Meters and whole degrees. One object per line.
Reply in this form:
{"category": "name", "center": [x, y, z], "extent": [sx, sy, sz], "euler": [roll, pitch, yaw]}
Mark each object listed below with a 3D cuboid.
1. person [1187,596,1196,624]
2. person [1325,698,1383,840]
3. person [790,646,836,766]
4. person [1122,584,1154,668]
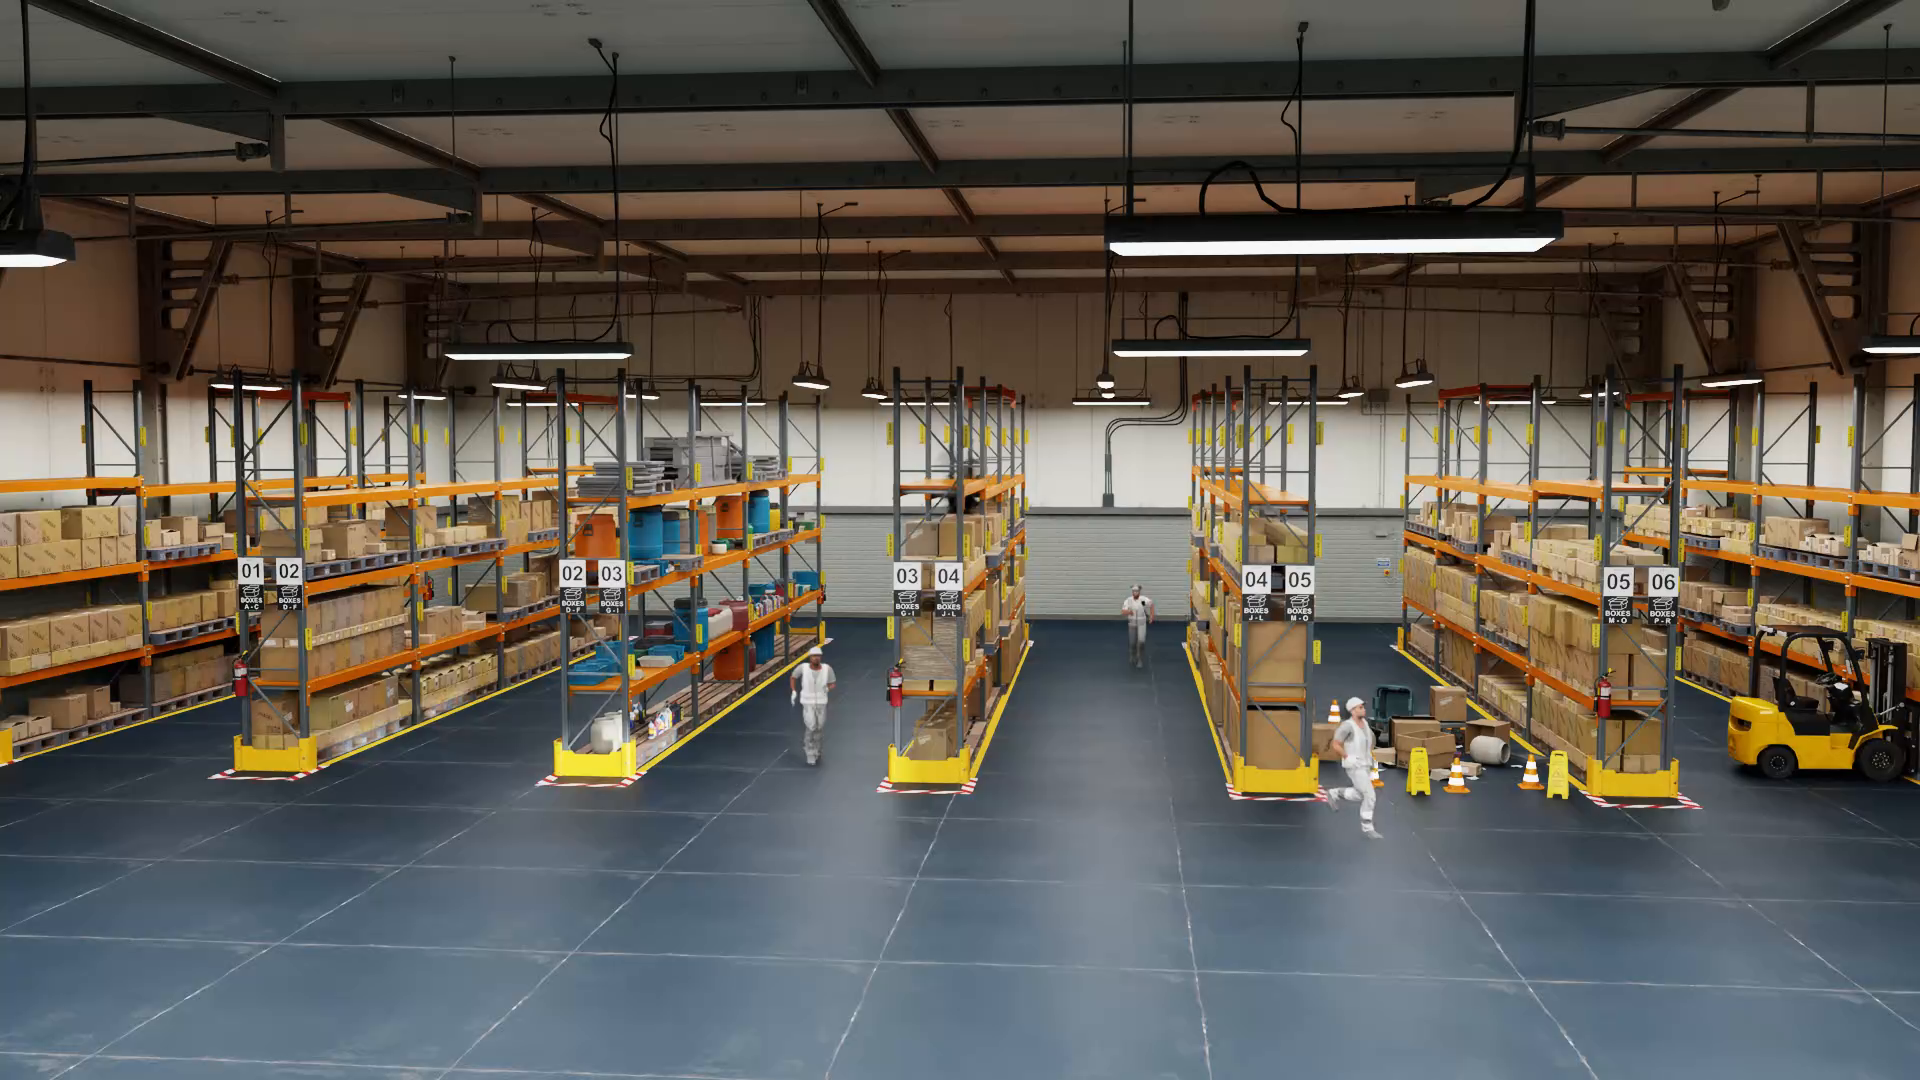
{"category": "person", "center": [5.850, 1.633, 40.730], "extent": [0.591, 1.704, 0.778], "euler": [0, 4, 2]}
{"category": "person", "center": [4.952, 2.849, 20.930], "extent": [0.850, 1.747, 0.661], "euler": [3, 5, 41]}
{"category": "person", "center": [-2.229, 2.534, 25.460], "extent": [0.659, 1.822, 0.835], "euler": [-1, 4, -18]}
{"category": "person", "center": [3.884, 1.872, 36.330], "extent": [0.673, 1.830, 0.914], "euler": [1, 4, 12]}
